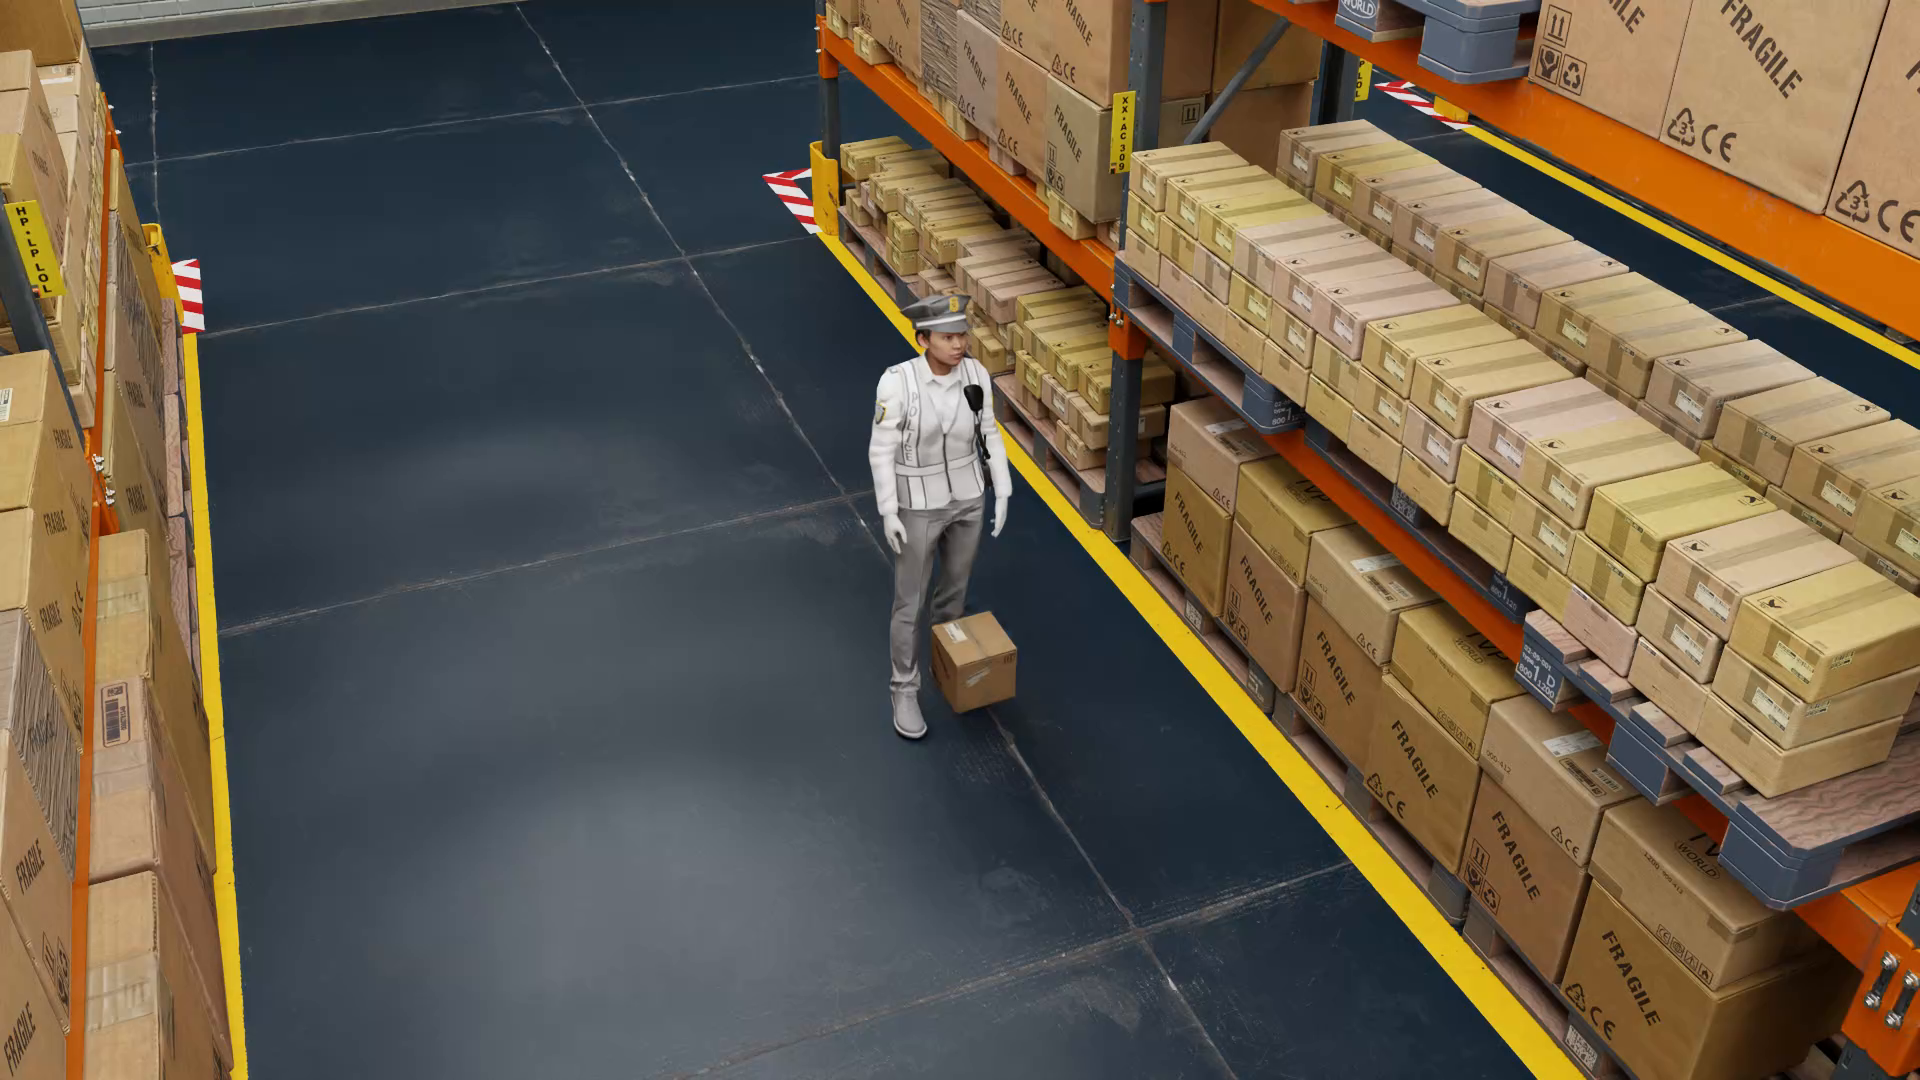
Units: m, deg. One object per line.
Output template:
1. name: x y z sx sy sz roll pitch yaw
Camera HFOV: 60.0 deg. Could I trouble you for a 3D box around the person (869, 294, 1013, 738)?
1. person: -0.060 -0.113 6.264 0.568 1.696 0.539 -13 36 -19
